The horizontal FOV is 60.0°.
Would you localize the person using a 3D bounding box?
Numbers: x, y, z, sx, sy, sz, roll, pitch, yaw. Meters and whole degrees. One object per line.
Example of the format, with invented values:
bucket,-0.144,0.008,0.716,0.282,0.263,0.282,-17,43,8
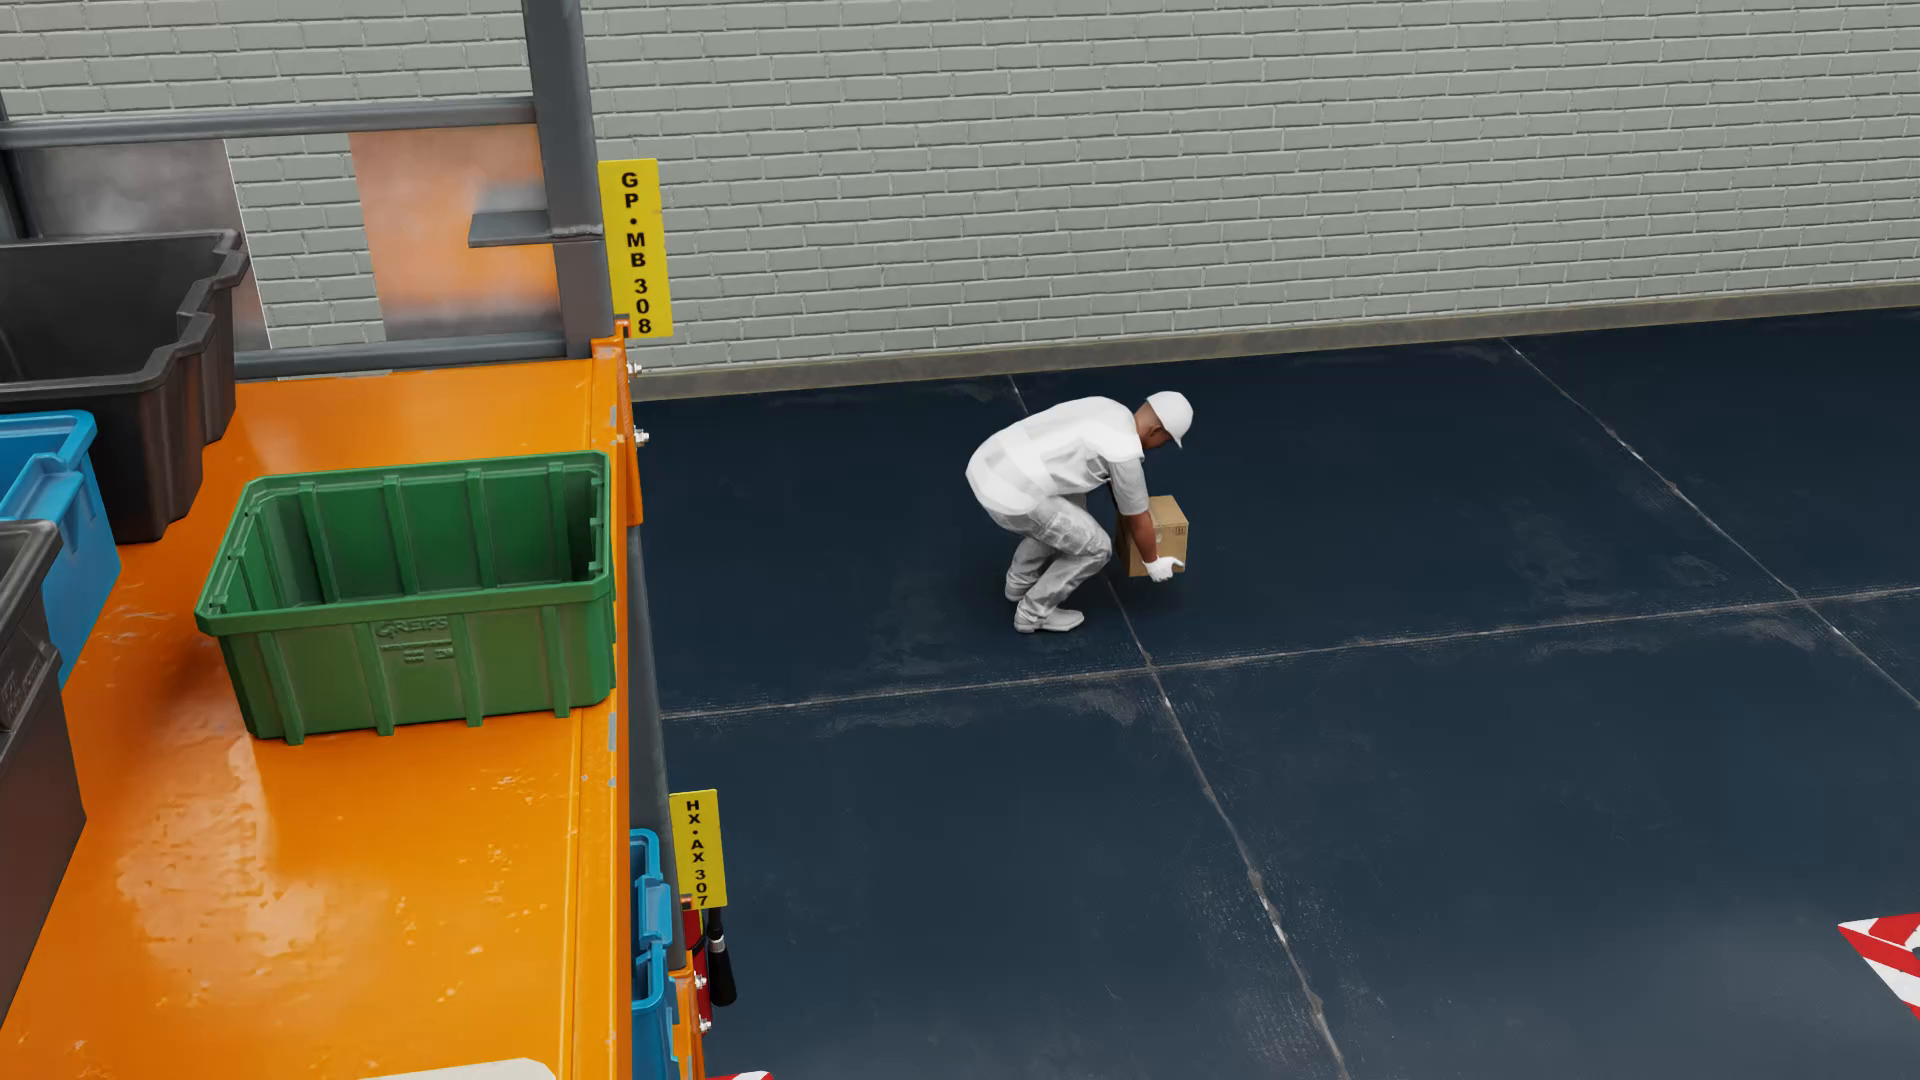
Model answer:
person,0.510,-0.142,7.136,0.965,0.994,0.546,-6,31,-11
